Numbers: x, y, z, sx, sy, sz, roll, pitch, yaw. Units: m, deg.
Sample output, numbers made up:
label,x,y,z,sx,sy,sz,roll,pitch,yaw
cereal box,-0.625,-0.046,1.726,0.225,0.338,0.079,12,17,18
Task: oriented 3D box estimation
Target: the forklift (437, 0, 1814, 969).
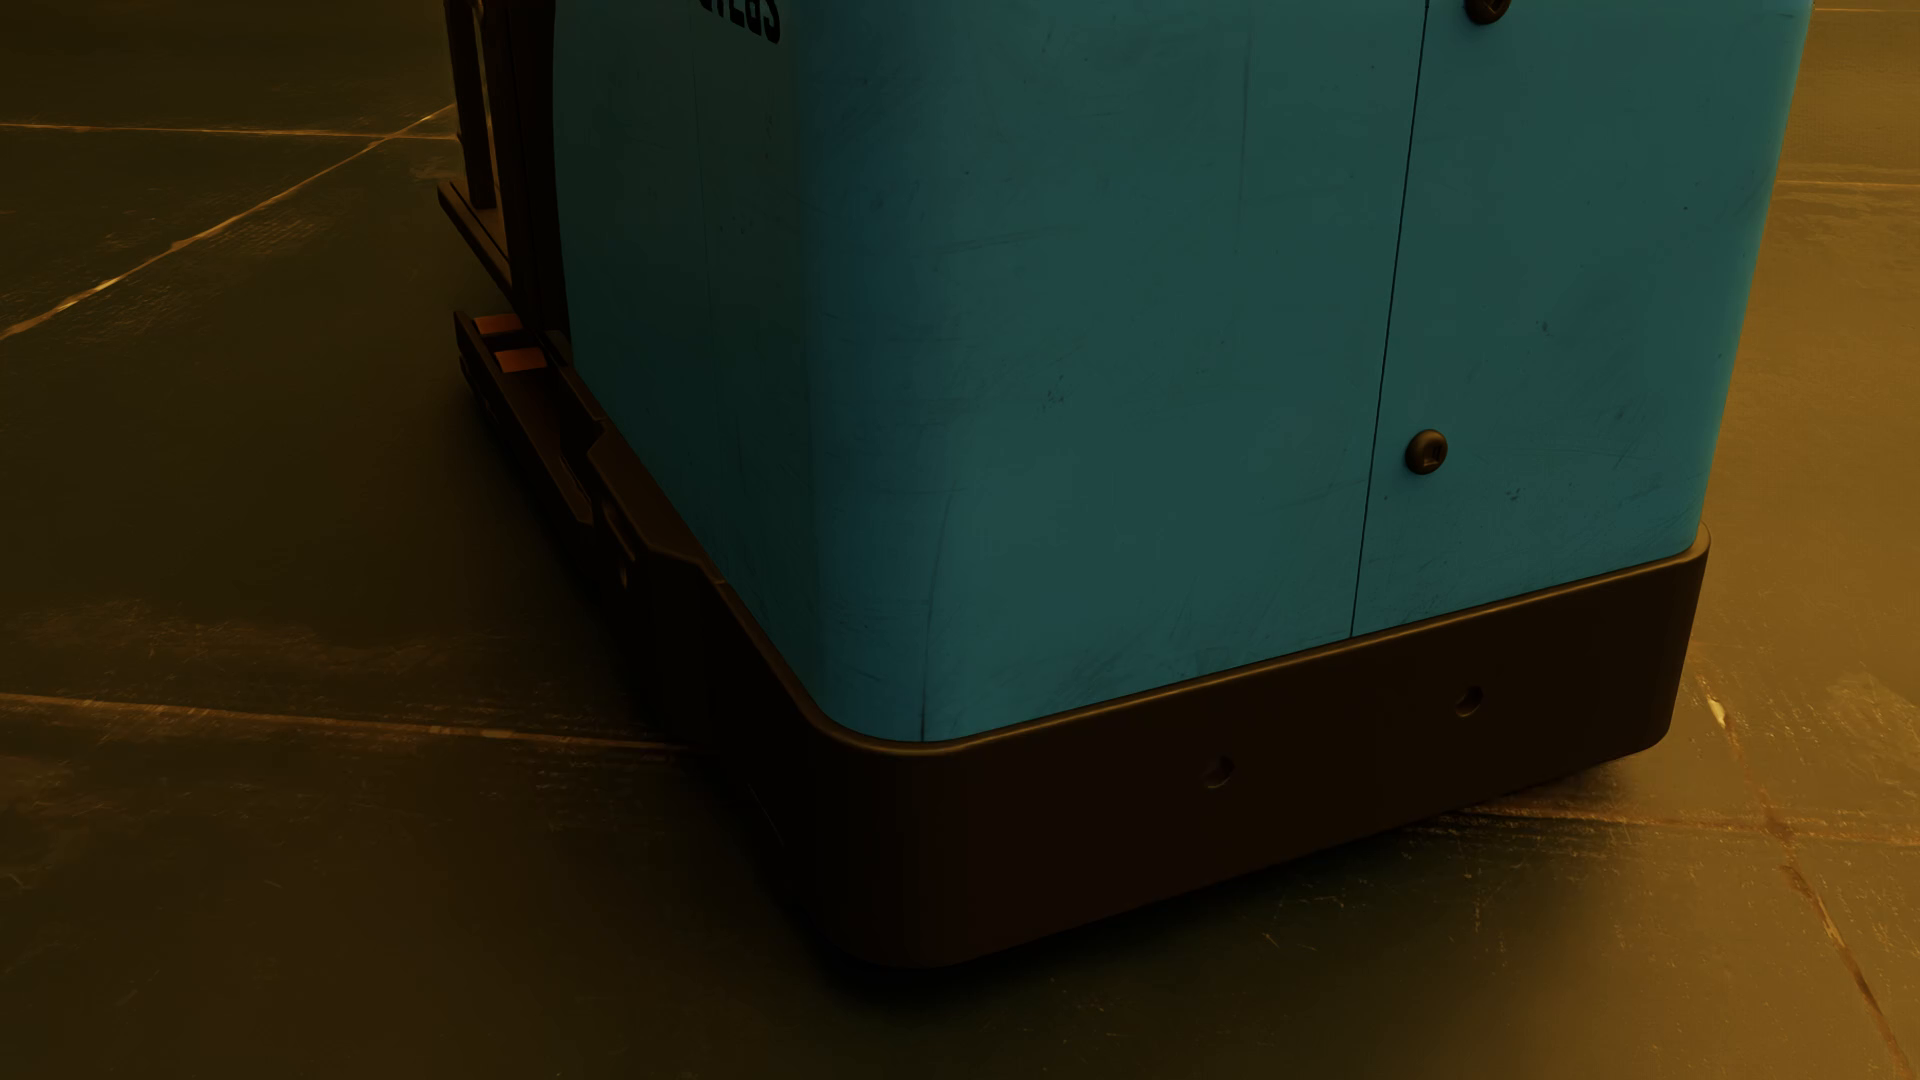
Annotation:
label,x,y,z,sx,sy,sz,roll,pitch,yaw
forklift,-0.252,-1.545,2.314,1.130,2.935,3.031,-12,29,-22
